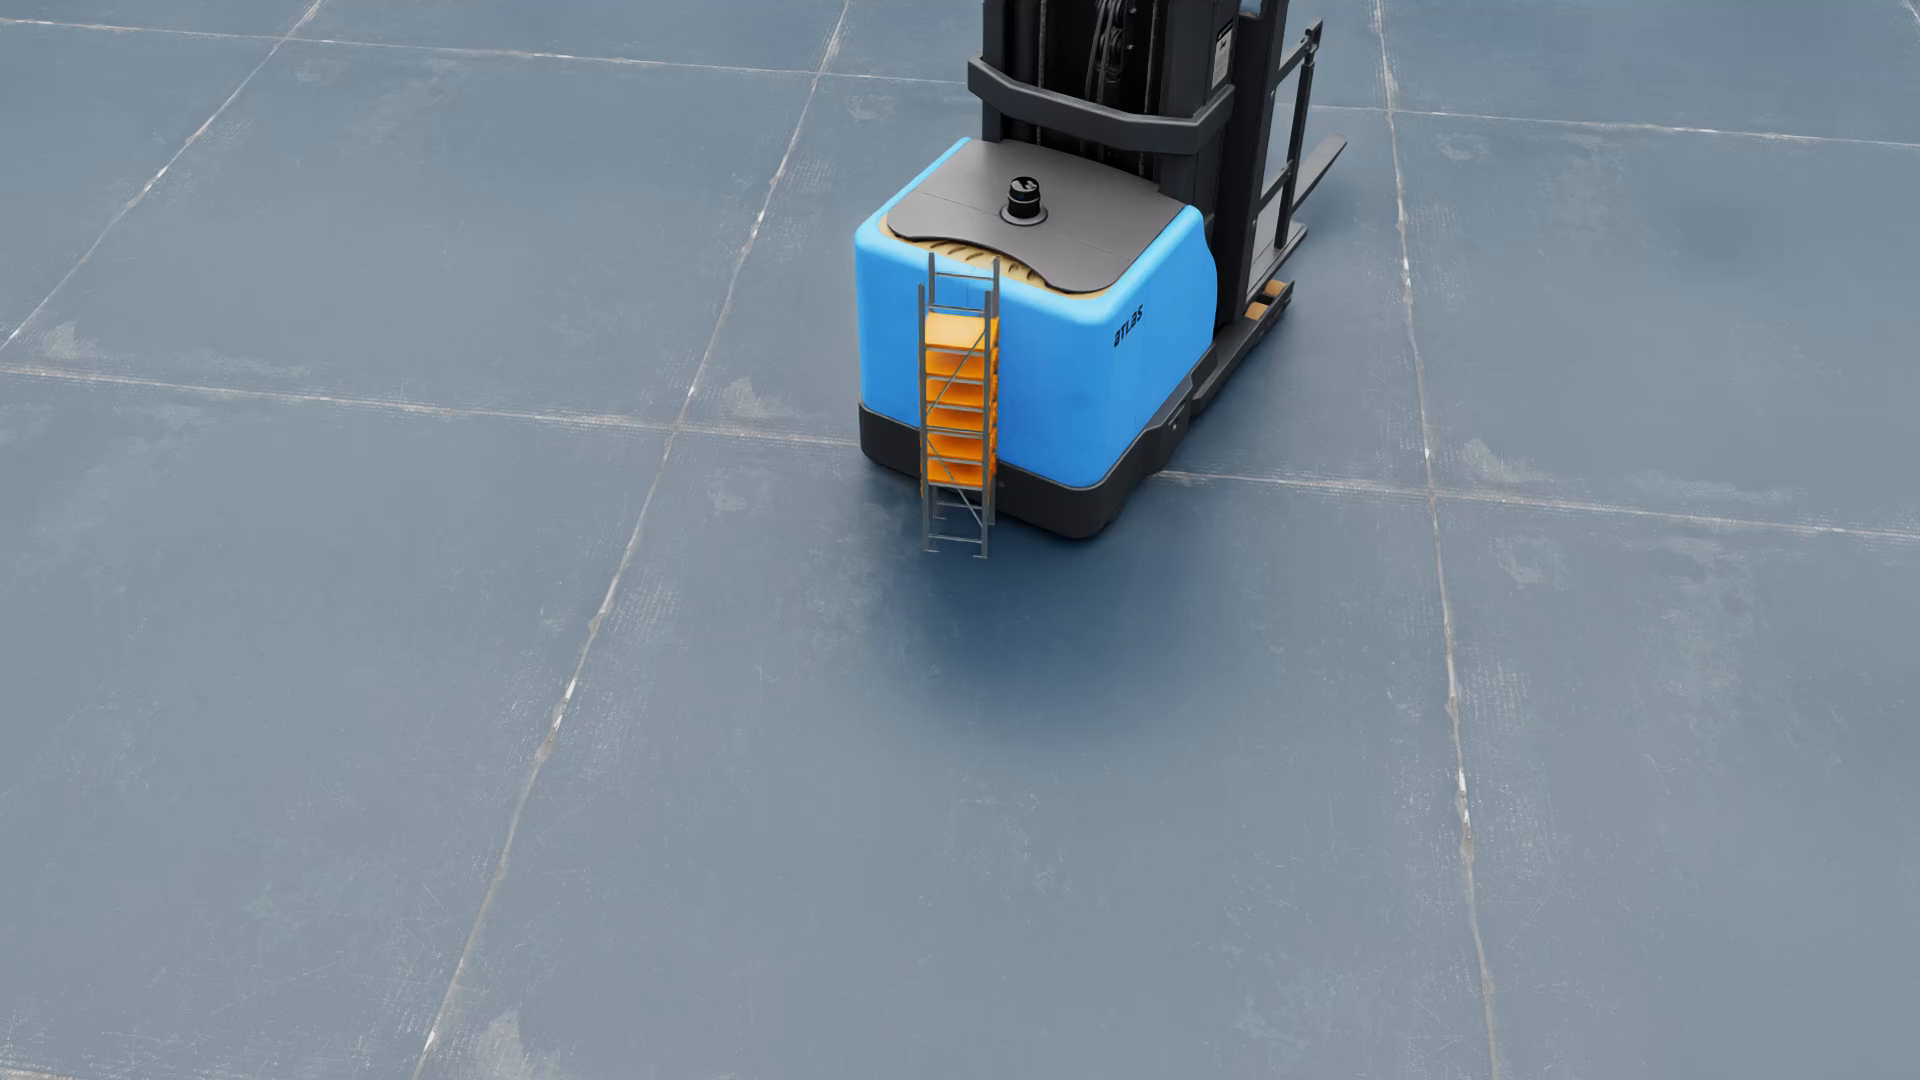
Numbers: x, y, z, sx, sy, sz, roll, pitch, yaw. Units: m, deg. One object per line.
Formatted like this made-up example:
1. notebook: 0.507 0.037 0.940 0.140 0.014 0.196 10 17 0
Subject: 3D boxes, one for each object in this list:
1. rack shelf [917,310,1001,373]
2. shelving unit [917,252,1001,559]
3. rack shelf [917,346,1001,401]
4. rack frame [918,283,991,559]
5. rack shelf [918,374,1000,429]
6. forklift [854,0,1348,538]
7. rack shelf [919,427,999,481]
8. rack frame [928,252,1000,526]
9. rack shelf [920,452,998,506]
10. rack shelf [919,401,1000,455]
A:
1. rack shelf: -0.002 -0.672 5.628 0.258 0.103 0.180 7 44 7
2. shelving unit: -0.002 -0.442 5.845 0.258 1.200 0.189 7 44 7
3. rack shelf: -0.002 -0.584 5.710 0.258 0.103 0.180 7 44 7
4. rack frame: -0.018 -0.380 5.779 0.240 1.200 0.006 7 44 7
5. rack shelf: -0.002 -0.497 5.793 0.258 0.103 0.180 7 44 7
6. forklift: 0.797 -2.069 6.303 1.130 2.935 3.031 22 48 22
7. rack shelf: -0.002 -0.323 5.958 0.258 0.103 0.180 7 44 7
8. rack frame: 0.013 -0.504 5.910 0.240 1.200 0.006 7 44 7
9. rack shelf: -0.002 -0.236 6.040 0.258 0.103 0.180 7 44 7
10. rack shelf: -0.002 -0.410 5.875 0.258 0.103 0.180 7 44 7
